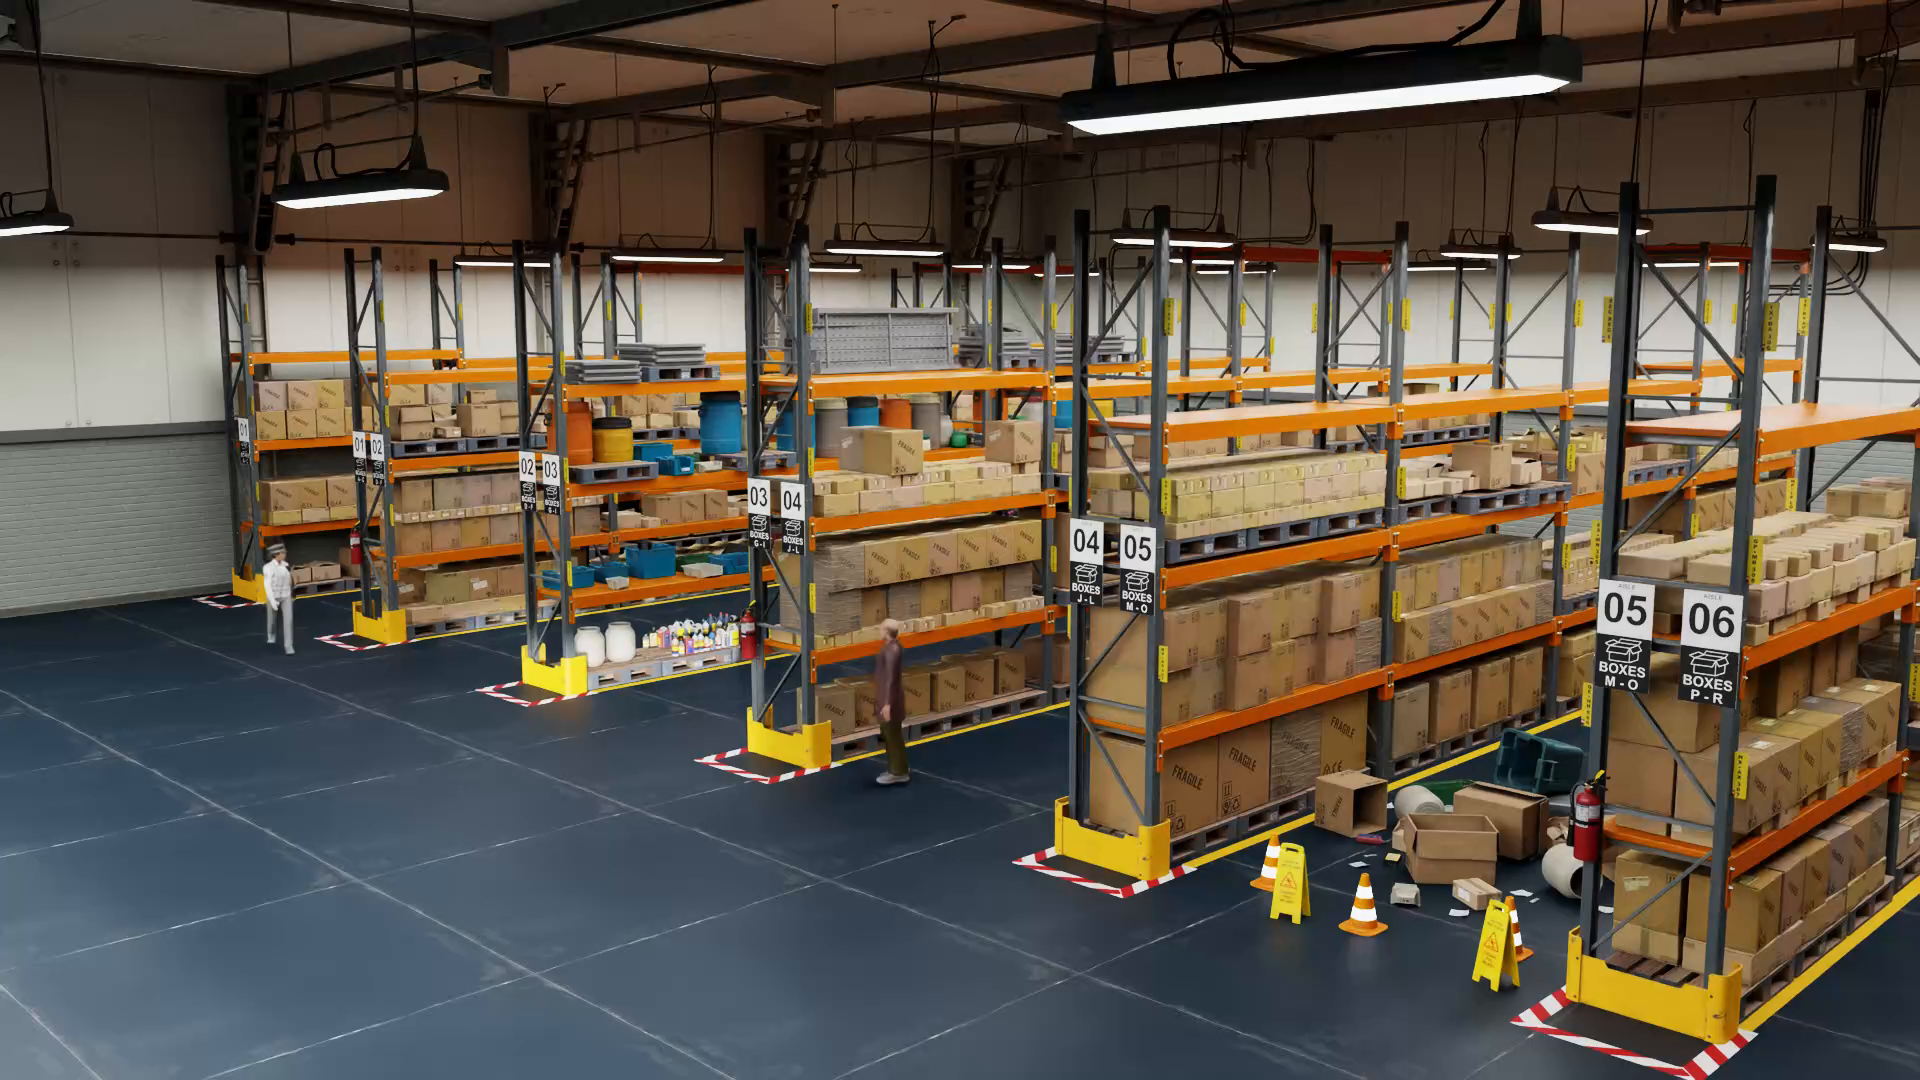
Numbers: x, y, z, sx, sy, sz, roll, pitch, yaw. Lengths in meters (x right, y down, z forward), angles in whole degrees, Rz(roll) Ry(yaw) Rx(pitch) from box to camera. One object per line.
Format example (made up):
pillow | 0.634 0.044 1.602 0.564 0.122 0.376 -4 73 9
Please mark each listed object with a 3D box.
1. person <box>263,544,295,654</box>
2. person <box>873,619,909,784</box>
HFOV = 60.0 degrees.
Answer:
person | -10.151 0.851 24.792 0.416 1.620 0.972 -4 9 -26
person | -0.752 1.853 18.018 0.403 1.622 0.685 0 8 -1
